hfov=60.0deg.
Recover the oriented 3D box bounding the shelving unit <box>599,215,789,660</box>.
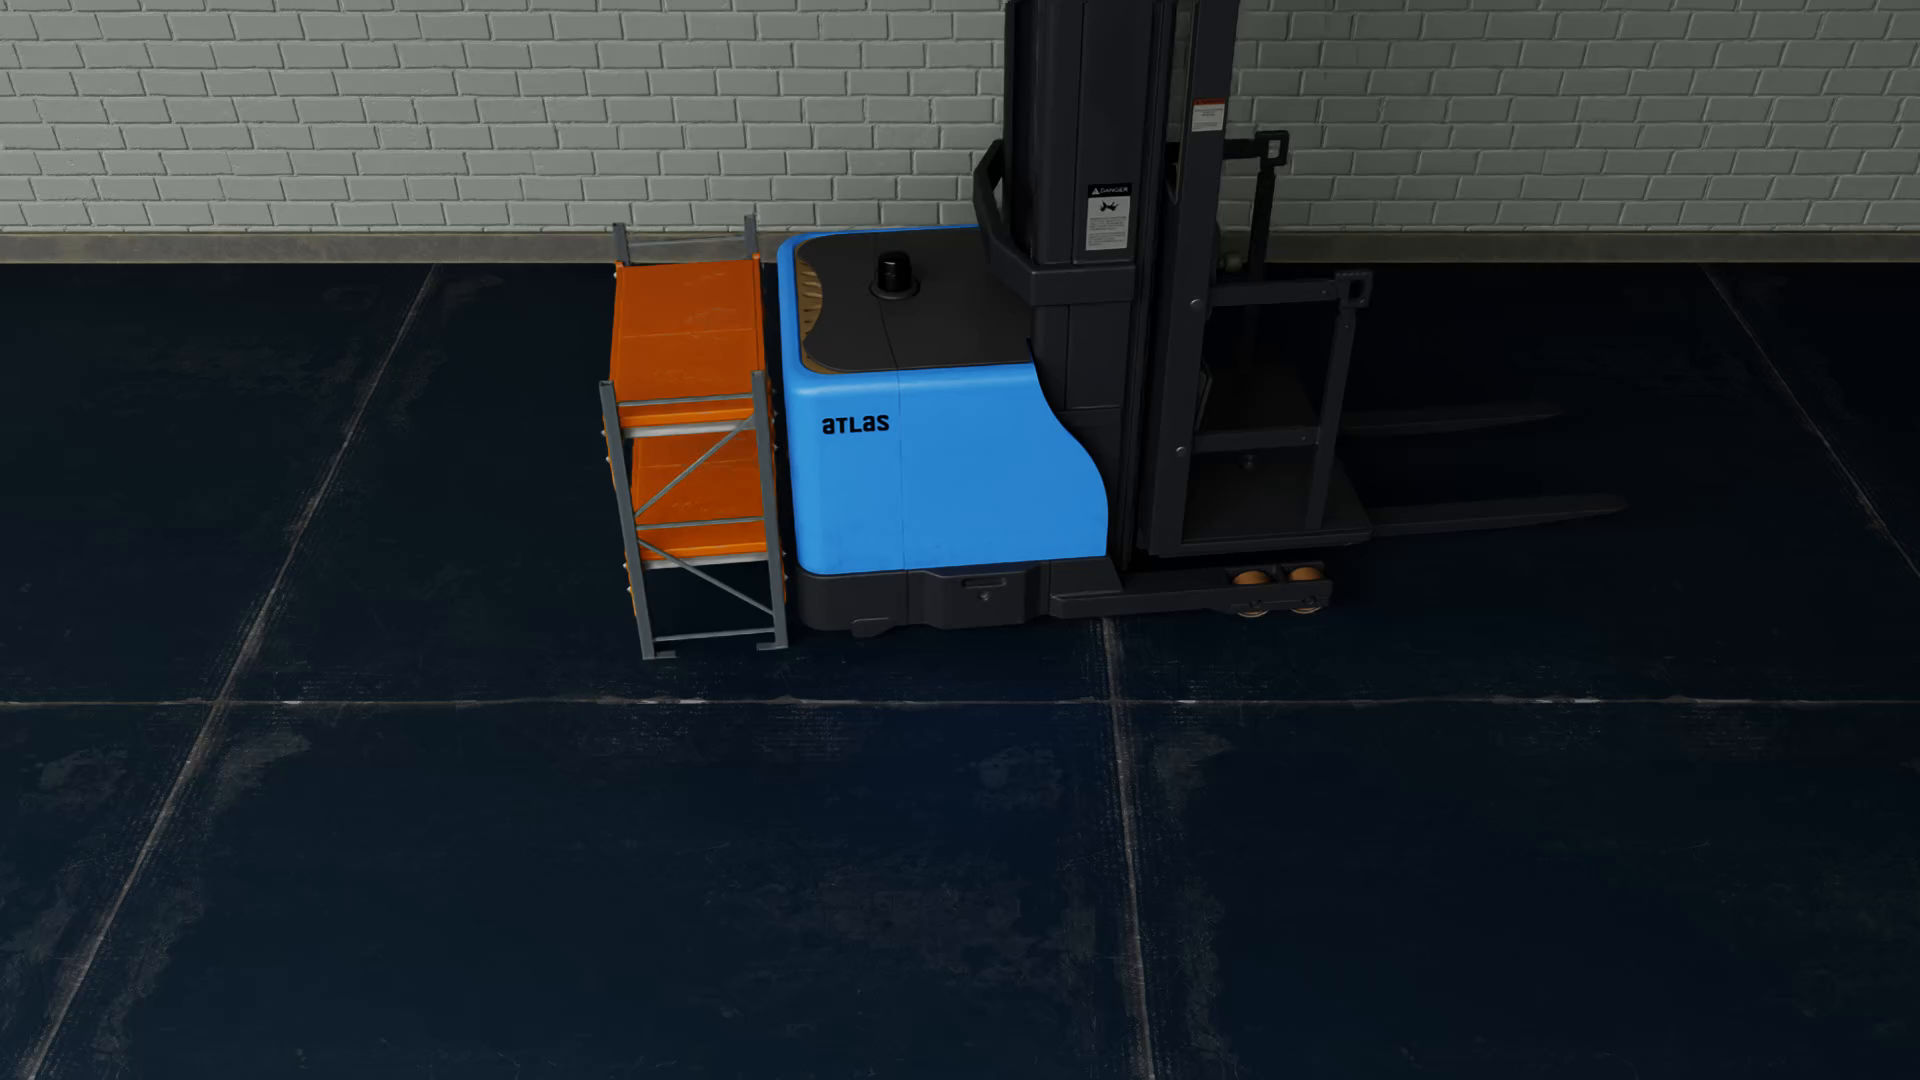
[{"bbox_3d":[-0.908,-0.369,5.811,0.538,1.125,1.048,-4,39,-5],"label":"shelving unit"}]

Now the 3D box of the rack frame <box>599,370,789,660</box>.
[{"bbox_3d":[-0.846,-0.053,5.417,0.500,1.125,0.032,-4,39,-5],"label":"rack frame"}]

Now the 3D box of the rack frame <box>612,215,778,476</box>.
[{"bbox_3d":[-0.971,-0.684,6.204,0.500,1.125,0.032,-4,39,-5],"label":"rack frame"}]

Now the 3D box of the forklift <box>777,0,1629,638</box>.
[{"bbox_3d":[0.893,-1.196,5.398,3.031,2.935,1.130,-4,39,-5],"label":"forklift"}]

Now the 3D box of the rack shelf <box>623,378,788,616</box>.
[{"bbox_3d":[-0.908,-0.178,5.964,0.538,0.278,1.000,-4,39,-5],"label":"rack shelf"}]

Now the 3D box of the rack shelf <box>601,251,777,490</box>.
[{"bbox_3d":[-0.908,-0.597,5.628,0.538,0.278,1.000,-4,39,-5],"label":"rack shelf"}]
